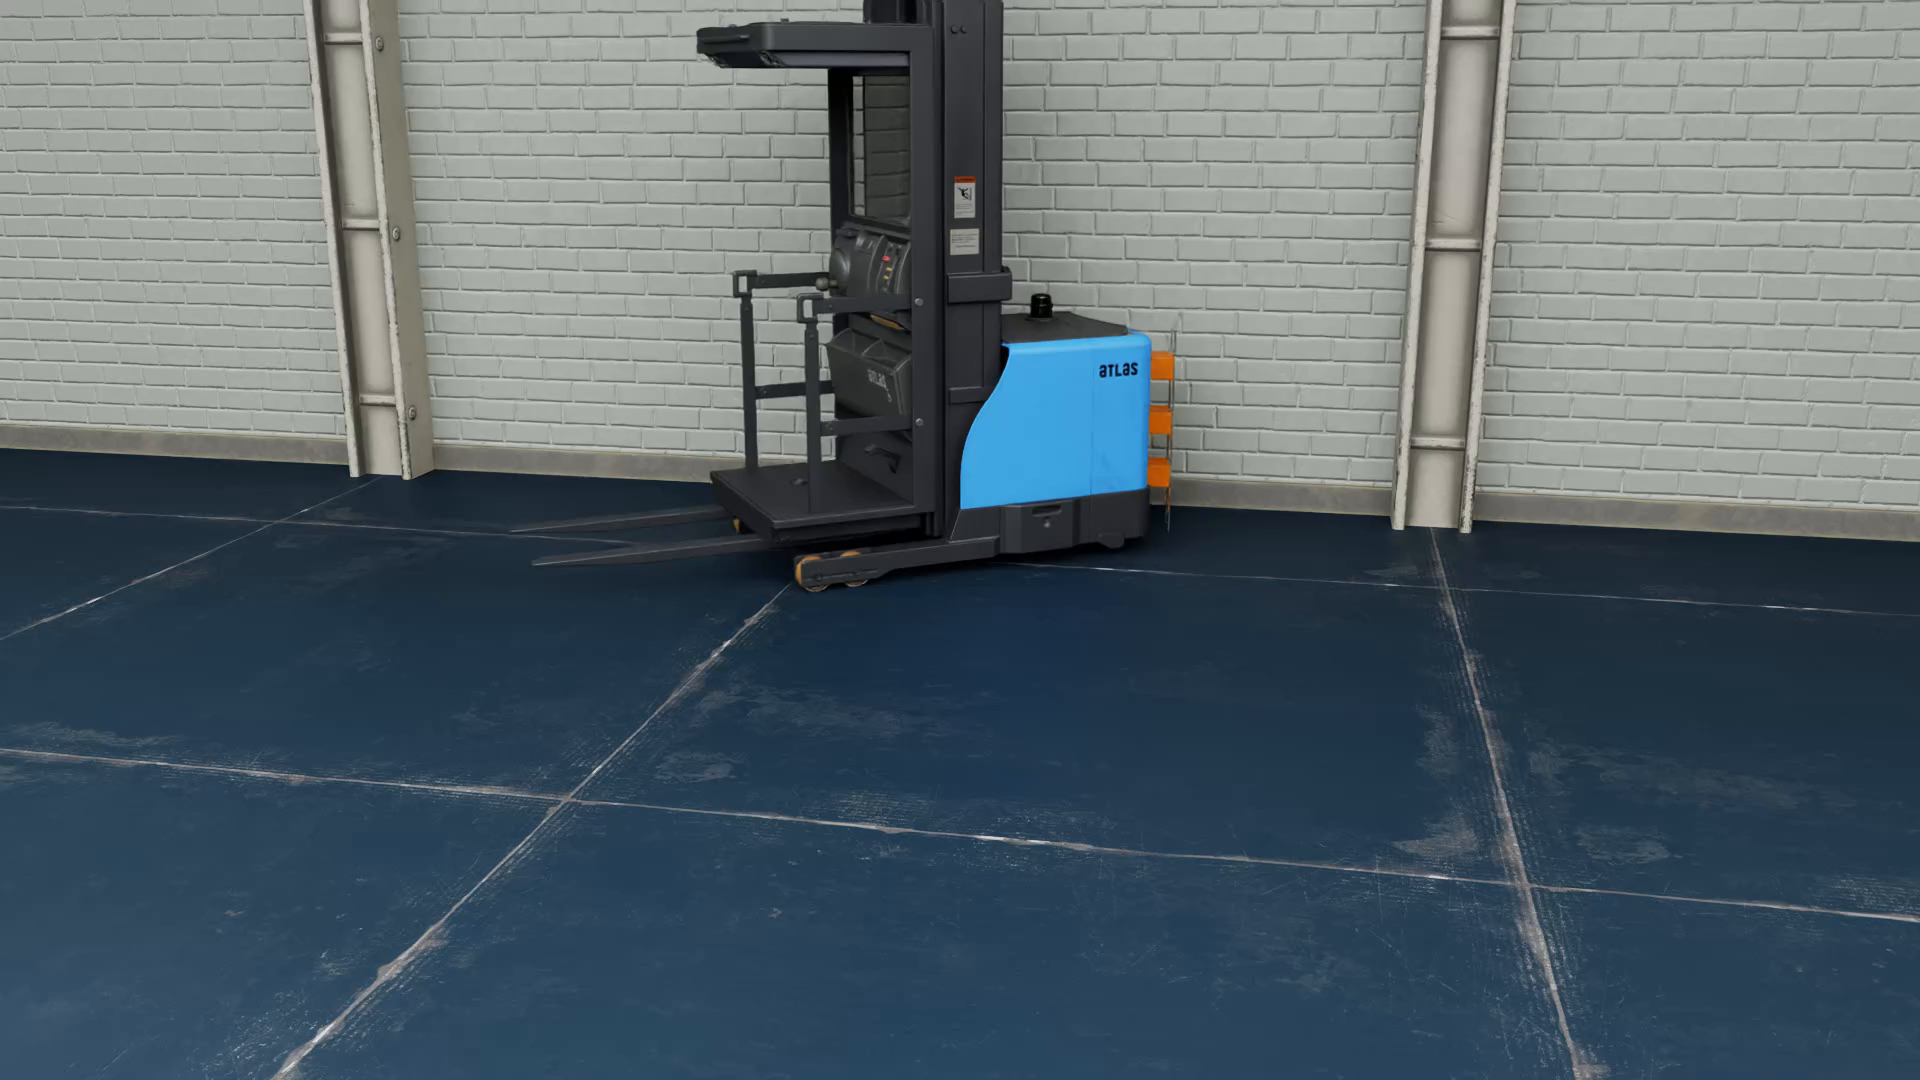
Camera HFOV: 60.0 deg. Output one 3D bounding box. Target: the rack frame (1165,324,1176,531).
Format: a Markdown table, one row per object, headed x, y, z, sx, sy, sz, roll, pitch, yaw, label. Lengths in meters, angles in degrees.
| x | y | z | sx | sy | sz | roll | pitch | yaw | label |
| --- | --- | --- | --- | --- | --- | --- | --- | --- | --- |
| 1.090 | -0.579 | 8.614 | 0.008 | 1.050 | 0.200 | 1 | 15 | 2 | rack frame |

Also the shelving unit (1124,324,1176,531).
| x | y | z | sx | sy | sz | roll | pitch | yaw | label |
| --- | --- | --- | --- | --- | --- | --- | --- | --- | --- |
| 0.968 | -0.580 | 8.619 | 0.252 | 1.050 | 0.215 | 1 | 15 | 2 | shelving unit |

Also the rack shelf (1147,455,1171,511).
| x | y | z | sx | sy | sz | roll | pitch | yaw | label |
| --- | --- | --- | --- | --- | --- | --- | --- | --- | --- |
| 0.968 | -0.302 | 8.696 | 0.240 | 0.259 | 0.215 | 1 | 15 | 2 | rack shelf |

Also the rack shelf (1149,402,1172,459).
| x | y | z | sx | sy | sz | roll | pitch | yaw | label |
| --- | --- | --- | --- | --- | --- | --- | --- | --- | --- |
| 0.968 | -0.570 | 8.622 | 0.240 | 0.259 | 0.215 | 1 | 15 | 2 | rack shelf |

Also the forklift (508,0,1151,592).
| x | y | z | sx | sy | sz | roll | pitch | yaw | label |
| --- | --- | --- | --- | --- | --- | --- | --- | --- | --- |
| -0.615 | -1.333 | 7.813 | 3.031 | 2.935 | 1.130 | -7 | 17 | -23 | forklift |

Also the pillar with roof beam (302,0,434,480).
| x | y | z | sx | sy | sz | roll | pitch | yaw | label |
| --- | --- | --- | --- | --- | --- | --- | --- | --- | --- |
| -4.249 | -3.617 | 4.691 | 0.400 | 9.000 | 9.100 | 3 | 16 | 11 | pillar with roof beam |

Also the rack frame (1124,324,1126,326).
| x | y | z | sx | sy | sz | roll | pitch | yaw | label |
| --- | --- | --- | --- | --- | --- | --- | --- | --- | --- |
| 0.846 | -0.581 | 8.624 | 0.008 | 1.050 | 0.200 | 1 | 15 | 2 | rack frame |

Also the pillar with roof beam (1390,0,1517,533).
| x | y | z | sx | sy | sz | roll | pitch | yaw | label |
| --- | --- | --- | --- | --- | --- | --- | --- | --- | --- |
| 1.630 | -3.297 | 3.539 | 0.400 | 9.000 | 9.100 | 3 | 16 | 11 | pillar with roof beam |

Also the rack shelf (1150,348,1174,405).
| x | y | z | sx | sy | sz | roll | pitch | yaw | label |
| --- | --- | --- | --- | --- | --- | --- | --- | --- | --- |
| 0.968 | -0.843 | 8.546 | 0.240 | 0.259 | 0.215 | 1 | 15 | 2 | rack shelf |
